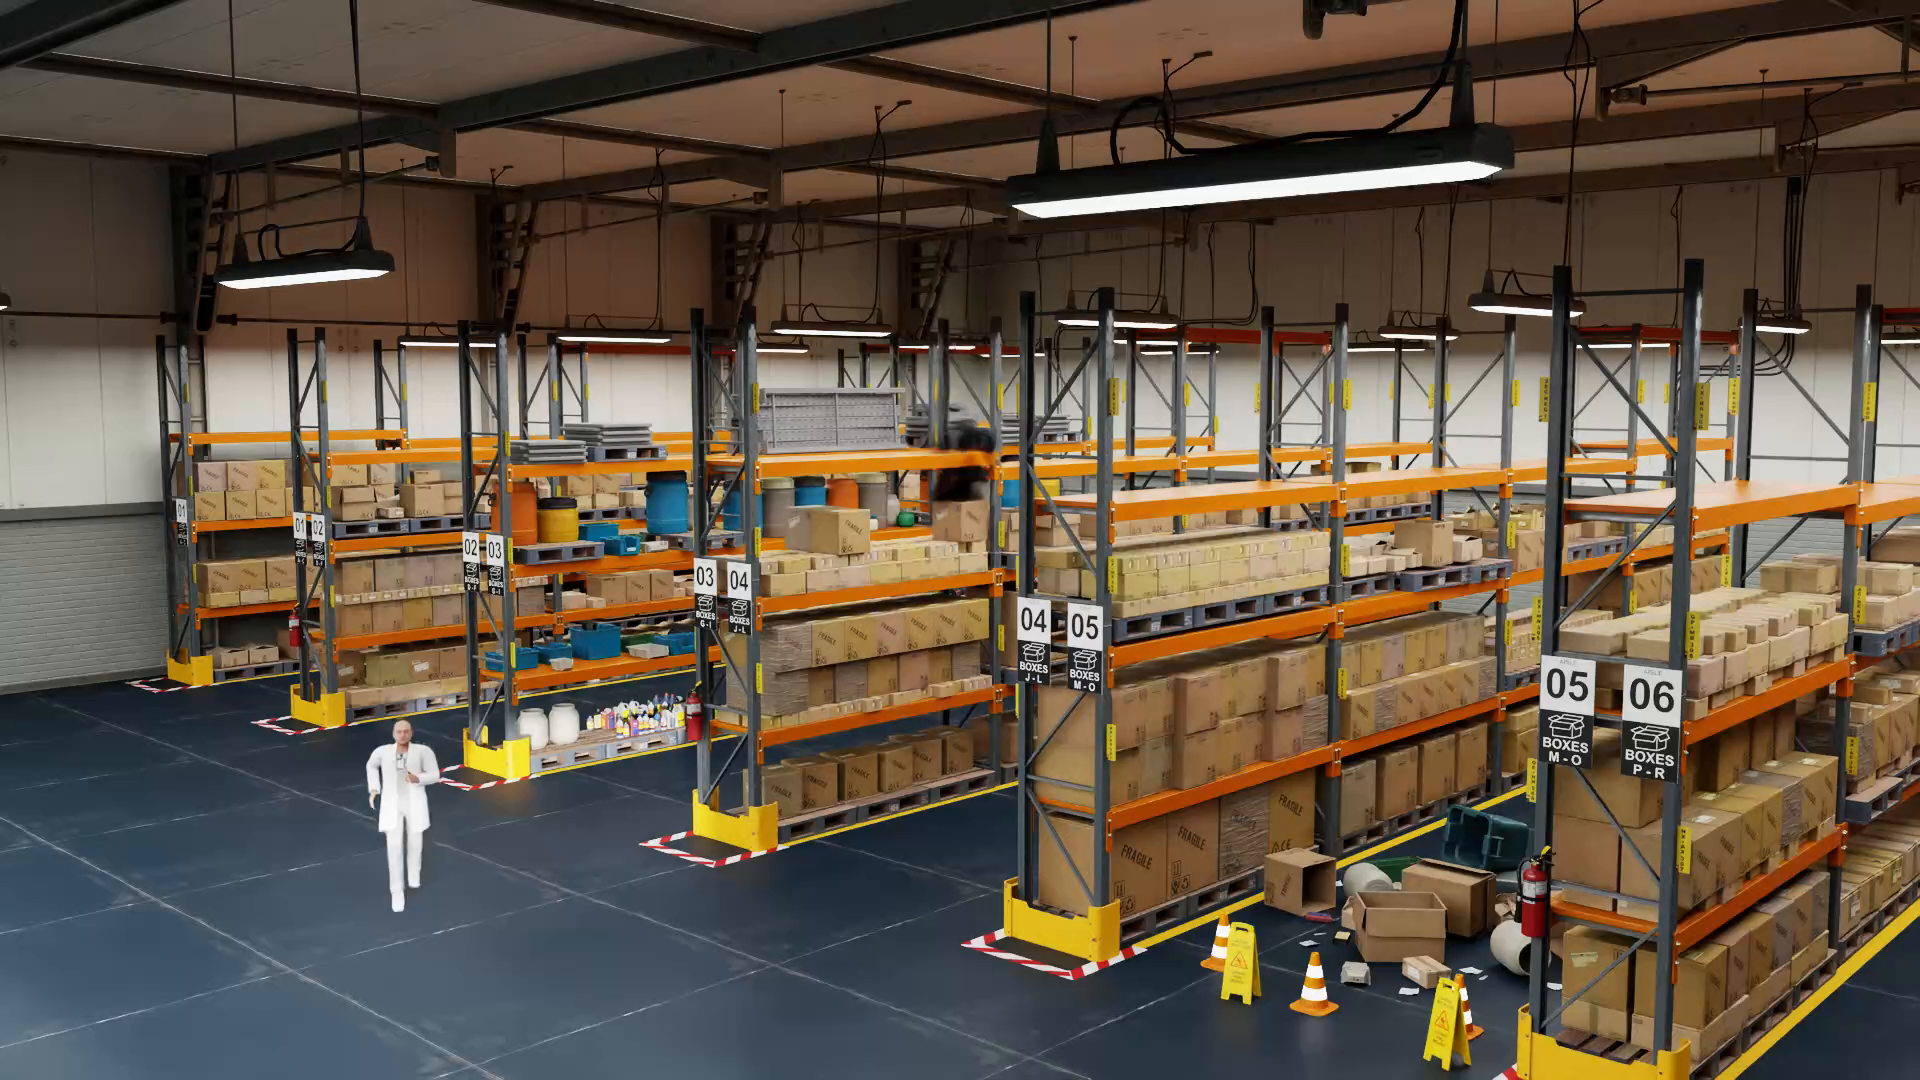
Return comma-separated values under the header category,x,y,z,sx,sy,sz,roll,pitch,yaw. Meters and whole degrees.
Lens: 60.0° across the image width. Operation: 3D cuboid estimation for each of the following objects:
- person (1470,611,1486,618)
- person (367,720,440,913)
category,x,y,z,sx,sy,sz,roll,pitch,yaw
person,7.949,1.926,25.705,0.609,1.651,0.512,5,7,41
person,-5.561,2.698,16.644,0.689,1.812,0.983,-2,6,-19
